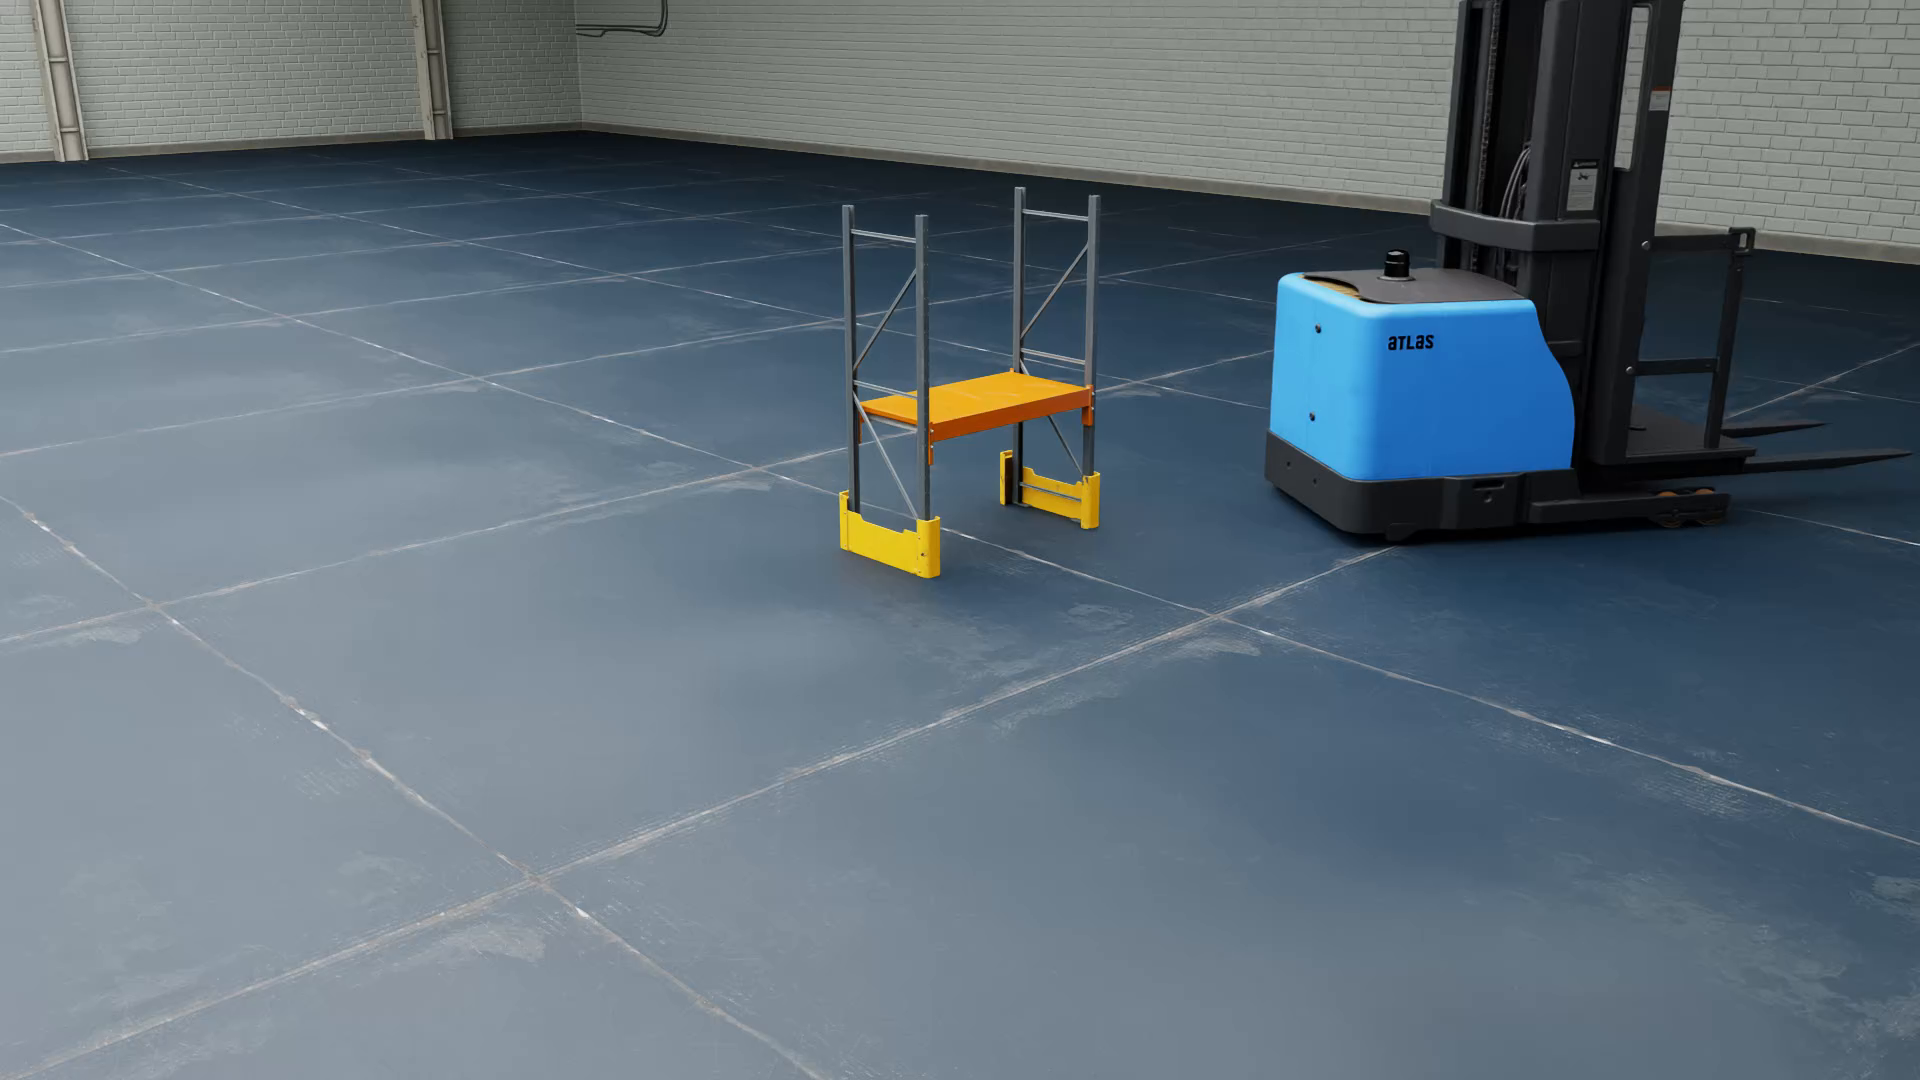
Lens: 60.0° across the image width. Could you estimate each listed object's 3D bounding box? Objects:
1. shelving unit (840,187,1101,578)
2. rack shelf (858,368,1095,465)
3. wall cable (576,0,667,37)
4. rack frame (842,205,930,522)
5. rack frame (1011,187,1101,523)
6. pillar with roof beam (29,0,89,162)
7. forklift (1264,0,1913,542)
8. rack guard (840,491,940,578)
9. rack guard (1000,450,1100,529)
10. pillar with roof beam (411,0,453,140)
[{"bbox_3d":[0.055,-0.730,7.303,1.083,1.500,0.587,-16,24,-41],"label":"shelving unit"},{"bbox_3d":[0.062,-0.560,7.365,1.000,0.185,0.538,-16,24,-41],"label":"rack shelf"},{"bbox_3d":[-6.115,-10.187,29.349,0.112,2.526,3.097,-16,24,-41],"label":"wall cable"},{"bbox_3d":[-0.307,-0.624,6.977,0.032,1.500,0.500,-16,24,-41],"label":"rack frame"},{"bbox_3d":[0.431,-0.839,7.641,0.032,1.500,0.500,-16,24,-41],"label":"rack frame"},{"bbox_3d":[-10.566,-9.100,20.962,0.400,9.000,9.100,-16,24,-41],"label":"pillar with roof beam"},{"bbox_3d":[3.073,-1.603,7.678,3.031,2.935,1.130,-4,18,-12],"label":"forklift"},{"bbox_3d":[-0.306,-0.030,7.170,0.087,0.250,0.587,-16,24,-41],"label":"rack guard"},{"bbox_3d":[0.417,-0.241,7.821,0.087,0.250,0.587,-16,24,-41],"label":"rack guard"},{"bbox_3d":[-6.207,-10.372,24.883,0.400,9.000,9.100,-16,24,-41],"label":"pillar with roof beam"}]
